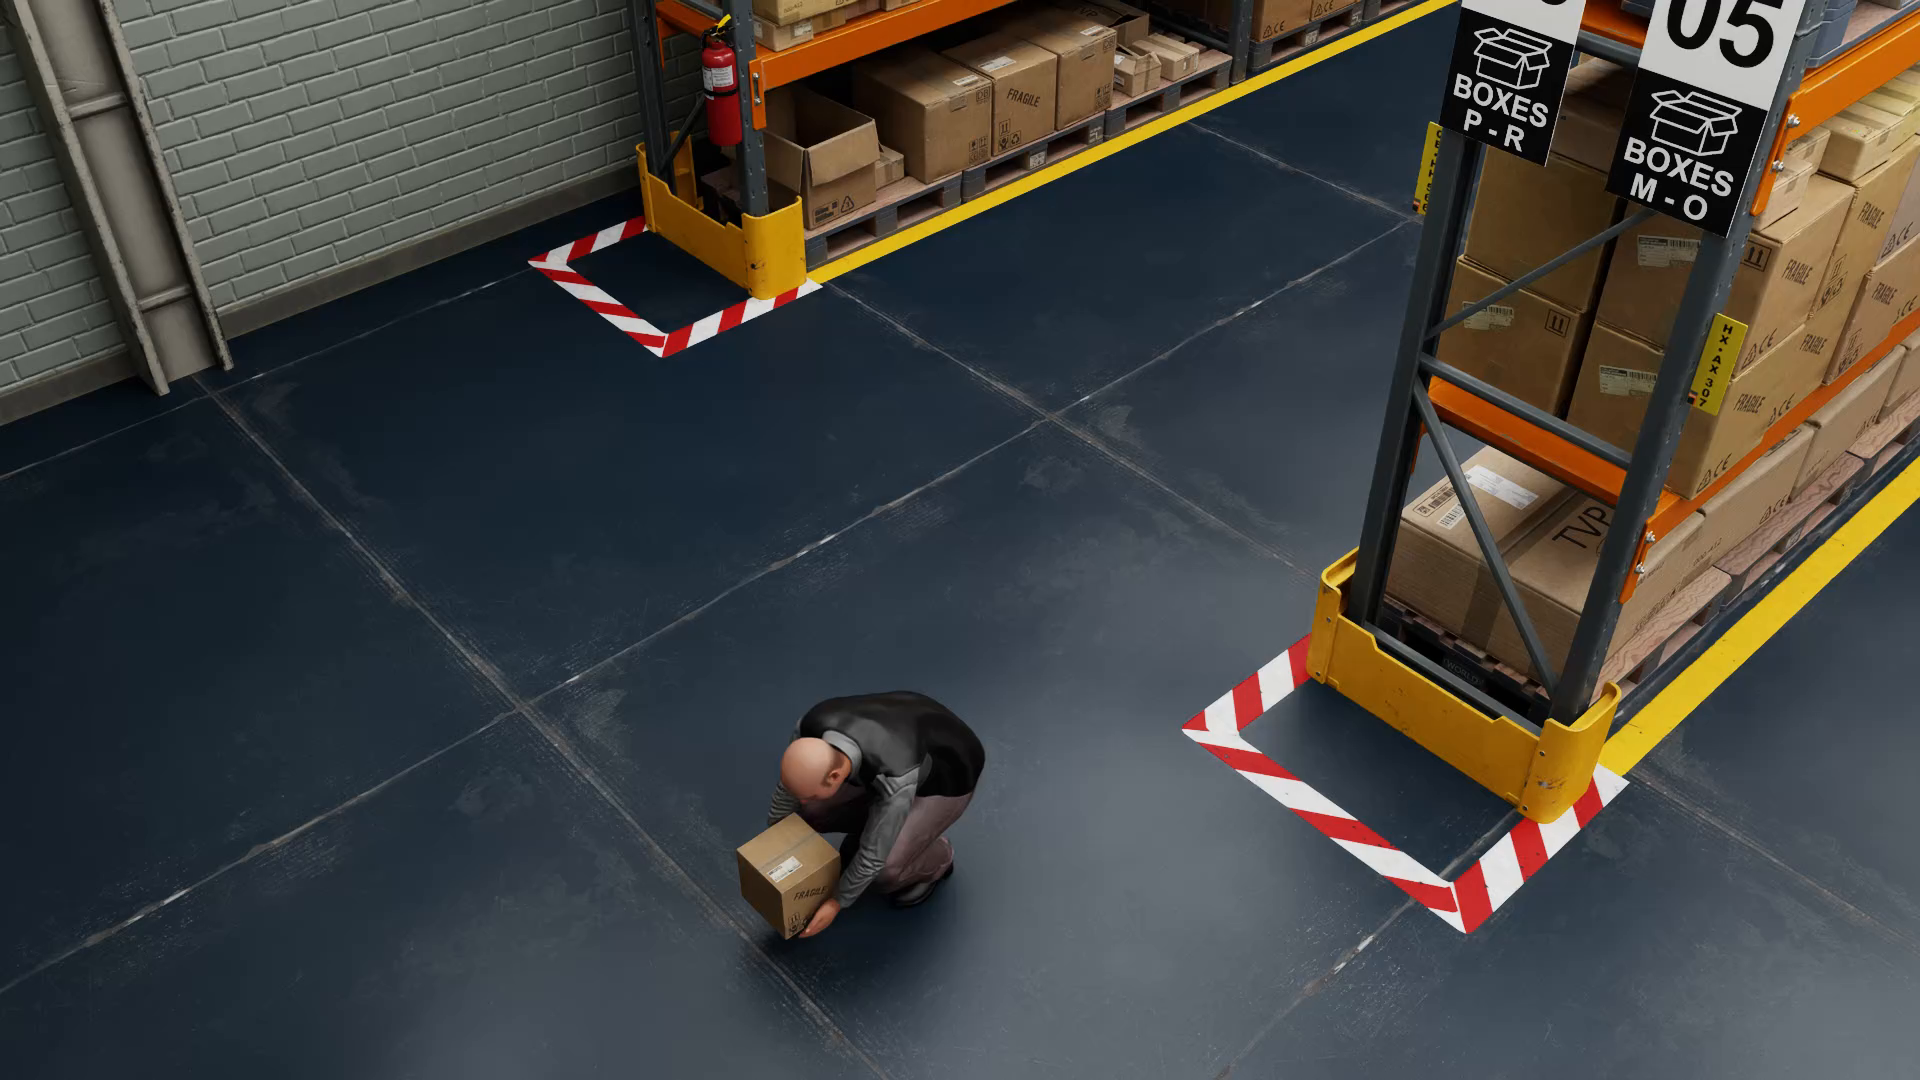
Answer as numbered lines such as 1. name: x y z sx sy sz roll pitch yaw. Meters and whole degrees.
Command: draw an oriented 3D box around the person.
1. person: -0.307 0.875 5.715 0.875 0.966 0.541 -30 48 -31
